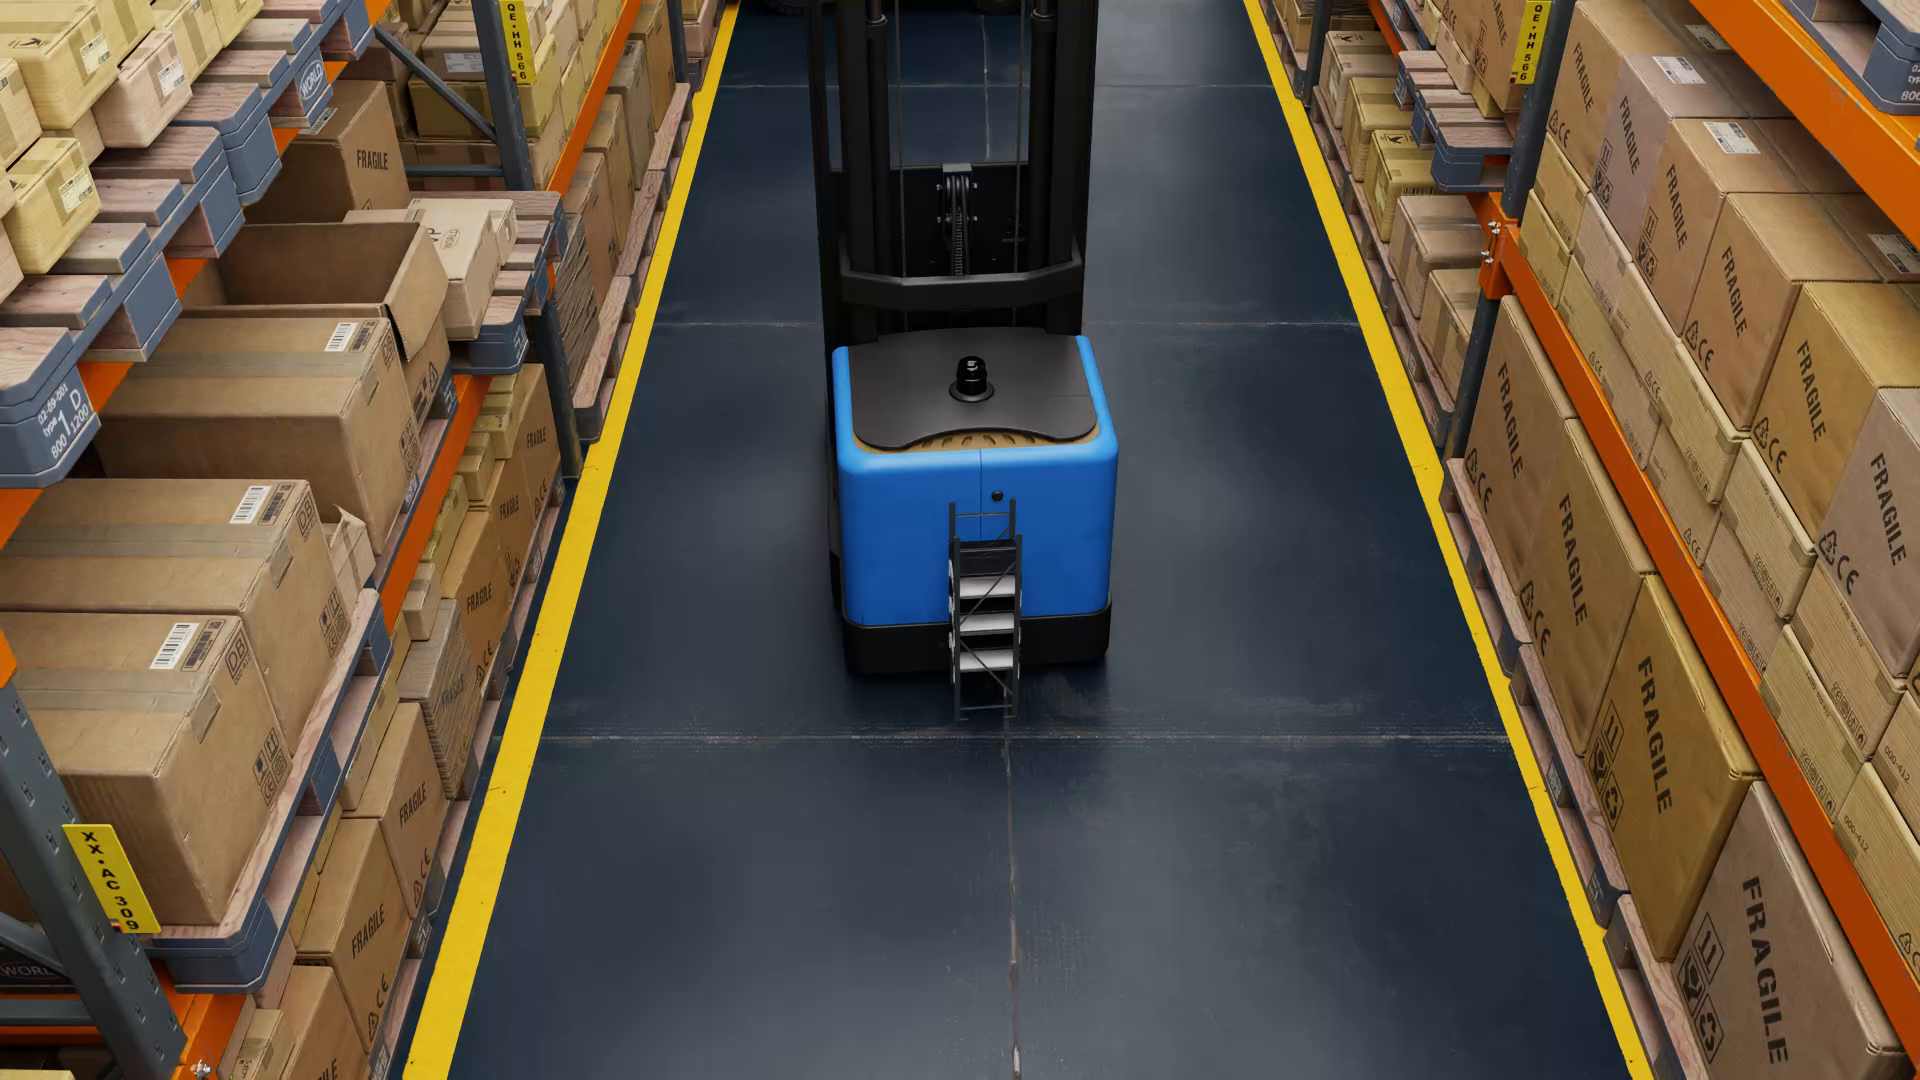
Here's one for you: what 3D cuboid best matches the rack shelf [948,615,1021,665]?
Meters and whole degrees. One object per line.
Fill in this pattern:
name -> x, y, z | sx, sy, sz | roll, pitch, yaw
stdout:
rack shelf -> 0.090, 0.369, 6.268 | 0.258, 0.077, 0.200 | -3, 39, -4

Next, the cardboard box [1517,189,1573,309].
cardboard box -> 2.475, -1.121, 6.371 | 0.500, 0.250, 0.500 | -1, 39, -1

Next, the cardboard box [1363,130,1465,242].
cardboard box -> 2.731, -1.914, 9.005 | 0.950, 0.372, 0.625 | 1, 39, 1

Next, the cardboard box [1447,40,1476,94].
cardboard box -> 2.373, -2.082, 7.314 | 0.380, 0.149, 0.250 | 0, 39, 0

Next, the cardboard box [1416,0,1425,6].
cardboard box -> 2.410, -2.726, 8.118 | 0.380, 0.149, 0.250 | -1, 39, -1

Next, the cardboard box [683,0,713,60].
cardboard box -> -1.912, -3.375, 10.926 | 0.500, 0.250, 0.500 | 0, 39, 0

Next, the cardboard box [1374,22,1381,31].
cardboard box -> 2.991, -3.448, 11.016 | 0.500, 0.250, 0.500 | -2, 39, -2

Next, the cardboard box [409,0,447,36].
cardboard box -> -2.518, -2.217, 7.338 | 0.500, 0.250, 0.500 | 0, 39, 0

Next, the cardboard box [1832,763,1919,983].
cardboard box -> 2.478, 0.793, 3.981 | 0.500, 0.250, 0.500 | -1, 39, -1

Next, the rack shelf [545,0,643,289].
rack shelf -> -2.240, -2.450, 8.484 | 1.077, 0.370, 4.000 | 0, 39, 0

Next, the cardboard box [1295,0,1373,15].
cardboard box -> 2.453, -3.741, 10.783 | 0.500, 0.500, 0.500 | -1, 39, -1

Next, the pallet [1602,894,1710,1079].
pallet -> 2.655, 1.621, 5.059 | 1.003, 0.211, 1.213 | 0, 39, 0

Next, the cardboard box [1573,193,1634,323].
cardboard box -> 2.479, -0.982, 5.797 | 0.500, 0.250, 0.500 | 1, 39, 1

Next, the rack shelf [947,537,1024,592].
rack shelf -> 0.090, 0.088, 6.043 | 0.258, 0.077, 0.200 | -3, 39, -4

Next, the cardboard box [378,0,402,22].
cardboard box -> -2.552, -2.139, 6.922 | 0.380, 0.149, 0.250 | 1, 39, 1

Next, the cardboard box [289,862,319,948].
cardboard box -> -2.057, 1.021, 4.721 | 0.380, 0.149, 0.250 | -2, 39, -2

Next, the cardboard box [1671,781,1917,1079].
cardboard box -> 2.650, 1.293, 4.601 | 0.875, 0.875, 0.875 | 1, 39, 1

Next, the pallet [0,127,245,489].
pallet -> -2.163, -0.484, 3.207 | 1.213, 0.211, 1.003 | 0, 39, 0

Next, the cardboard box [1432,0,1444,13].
cardboard box -> 2.434, -2.728, 7.602 | 0.500, 0.500, 0.500 | -3, 39, -3

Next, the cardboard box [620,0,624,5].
cardboard box -> -2.004, -2.983, 8.694 | 0.500, 0.250, 0.500 | 0, 39, 0

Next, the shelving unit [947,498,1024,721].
shelving unit -> 0.090, 0.272, 6.191 | 0.258, 0.900, 0.210 | -3, 39, -4

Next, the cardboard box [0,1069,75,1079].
cardboard box -> -1.988, 1.282, 3.134 | 0.500, 0.250, 0.500 | 1, 39, 1

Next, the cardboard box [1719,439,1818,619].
cardboard box -> 2.473, -0.033, 4.613 | 0.500, 0.250, 0.500 | 1, 39, 1

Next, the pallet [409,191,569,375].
pallet -> -2.167, -0.982, 6.230 | 1.213, 0.211, 1.003 | 0, 39, 0

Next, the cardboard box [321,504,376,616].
cardboard box -> -1.851, 0.041, 4.572 | 0.396, 0.266, 0.258 | 2, 39, 2

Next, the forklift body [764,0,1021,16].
forklift body -> -0.420, -4.967, 11.729 | 2.313, 2.155, 1.214 | 0, 39, 0

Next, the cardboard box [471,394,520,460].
cardboard box -> -1.952, -0.442, 6.548 | 0.380, 0.149, 0.250 | -2, 39, -2

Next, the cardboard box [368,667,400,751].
cardboard box -> -2.031, 0.539, 5.324 | 0.380, 0.149, 0.250 | 1, 39, 2

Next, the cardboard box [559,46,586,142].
cardboard box -> -1.989, -2.014, 7.484 | 0.500, 0.250, 0.500 | -1, 39, -1

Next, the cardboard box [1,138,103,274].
cardboard box -> -1.801, -0.603, 2.991 | 0.380, 0.149, 0.250 | 0, 39, 0

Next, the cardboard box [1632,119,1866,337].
cardboard box -> 2.478, -0.973, 5.186 | 0.500, 0.500, 0.500 | 1, 39, 1

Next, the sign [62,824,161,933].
sign -> -1.690, 0.678, 3.313 | 0.100, 0.325, 0.005 | 0, 39, 0

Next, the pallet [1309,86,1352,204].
pallet -> 2.724, -2.413, 10.092 | 1.003, 0.211, 1.213 | 0, 39, 0

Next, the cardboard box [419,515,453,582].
cardboard box -> -2.040, 0.043, 5.942 | 0.380, 0.149, 0.250 | -1, 39, -1

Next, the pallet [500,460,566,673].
pallet -> -2.274, 0.075, 6.988 | 1.003, 0.211, 1.213 | 0, 39, 0

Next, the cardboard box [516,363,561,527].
cardboard box -> -2.022, -0.404, 7.019 | 0.500, 0.500, 0.500 | 1, 39, 1

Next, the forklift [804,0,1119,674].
forklift -> -0.054, -1.531, 6.817 | 1.130, 2.935, 3.031 | -3, 39, -4

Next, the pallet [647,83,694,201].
pallet -> -2.202, -2.433, 10.117 | 1.003, 0.211, 1.213 | 0, 39, 0

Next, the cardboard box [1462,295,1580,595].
cardboard box -> 2.644, -0.389, 6.700 | 0.875, 0.875, 0.875 | 0, 39, 0

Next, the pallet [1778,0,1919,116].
pallet -> 2.784, -1.481, 4.452 | 1.003, 0.211, 1.213 | 2, 39, 2

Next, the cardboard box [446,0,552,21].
cardboard box -> -1.971, -2.300, 7.122 | 0.380, 0.149, 0.250 | 1, 39, 1

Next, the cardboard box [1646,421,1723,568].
cardboard box -> 2.492, -0.164, 5.175 | 0.500, 0.250, 0.500 | 0, 39, 0

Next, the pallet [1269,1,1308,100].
pallet -> 2.685, -3.319, 11.223 | 1.003, 0.211, 1.213 | 0, 39, 0

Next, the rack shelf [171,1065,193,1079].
rack shelf -> -2.231, 2.553, 2.241 | 1.077, 0.370, 4.000 | 0, 39, 0

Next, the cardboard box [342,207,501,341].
cardboard box -> -1.913, -0.926, 5.791 | 0.500, 0.250, 0.500 | -2, 39, -2

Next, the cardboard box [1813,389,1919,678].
cardboard box -> 2.471, -0.017, 3.993 | 0.500, 0.500, 0.500 | 1, 39, 1

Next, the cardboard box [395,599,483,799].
cardboard box -> -2.009, 0.561, 5.815 | 0.500, 0.500, 0.500 | -1, 39, -2

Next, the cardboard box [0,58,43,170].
cardboard box -> -1.866, -0.724, 2.904 | 0.380, 0.149, 0.250 | 1, 39, 1

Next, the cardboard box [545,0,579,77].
cardboard box -> -1.993, -2.208, 7.326 | 0.500, 0.250, 0.500 | 1, 39, 1

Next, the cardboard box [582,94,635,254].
cardboard box -> -2.234, -1.937, 8.832 | 0.875, 0.625, 0.625 | -2, 39, -2

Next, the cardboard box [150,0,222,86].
cardboard box -> -1.839, -1.080, 3.586 | 0.380, 0.149, 0.250 | 0, 39, -1

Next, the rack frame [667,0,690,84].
rack frame -> -2.242, -3.982, 9.820 | 1.000, 3.000, 0.127 | 0, 39, 0

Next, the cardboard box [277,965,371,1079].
cardboard box -> -2.008, 1.530, 4.605 | 0.500, 0.500, 0.500 | 2, 39, 2

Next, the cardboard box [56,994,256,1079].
cardboard box -> -2.028, 1.239, 4.212 | 0.380, 0.149, 0.250 | -1, 39, -1

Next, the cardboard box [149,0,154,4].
cardboard box -> -1.910, -1.204, 3.502 | 0.380, 0.149, 0.250 | 0, 39, 1
